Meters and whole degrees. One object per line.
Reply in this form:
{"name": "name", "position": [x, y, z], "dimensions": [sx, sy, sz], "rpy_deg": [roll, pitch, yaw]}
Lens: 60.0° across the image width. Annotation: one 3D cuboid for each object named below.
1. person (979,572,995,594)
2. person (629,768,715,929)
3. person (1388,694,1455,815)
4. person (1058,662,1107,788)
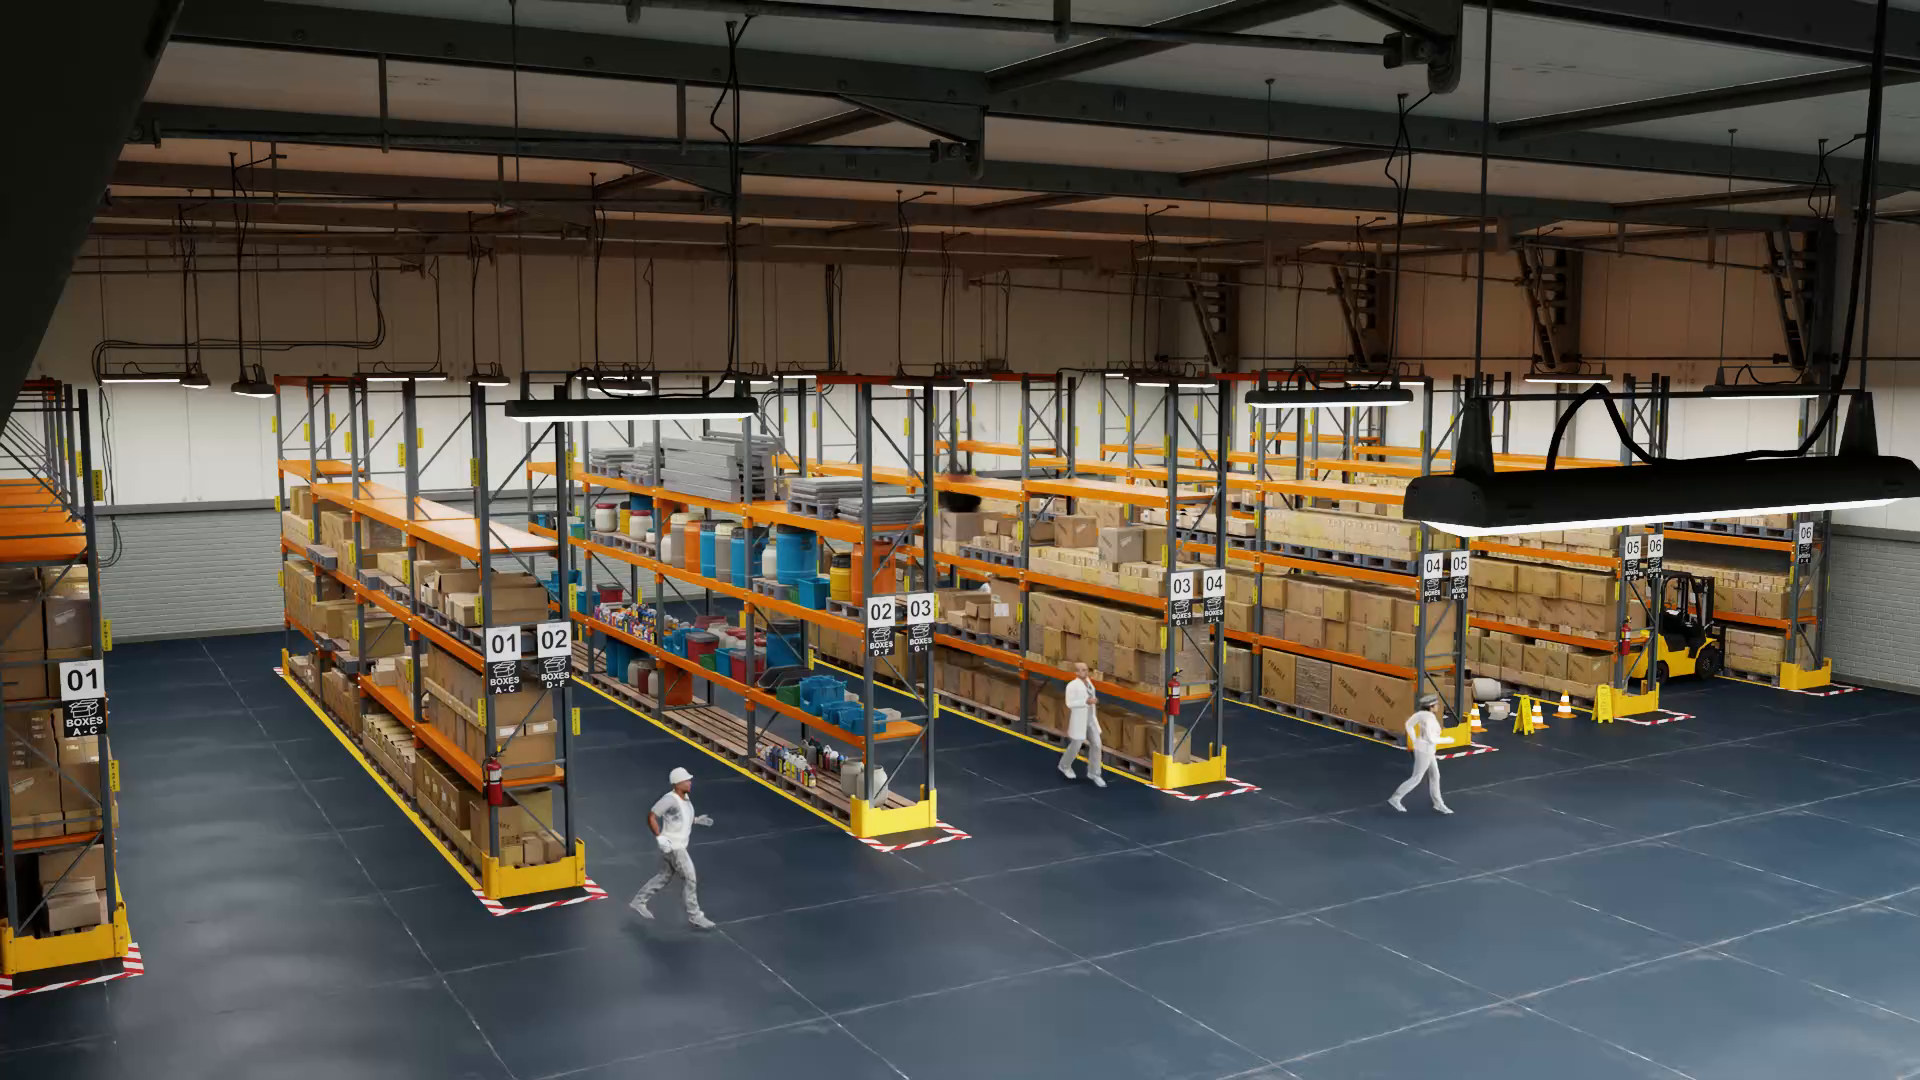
{"name": "person", "position": [0.728, 1.524, 35.975], "dimensions": [0.673, 1.738, 0.585], "rpy_deg": [-3, 7, -26]}
{"name": "person", "position": [-3.219, 3.424, 18.525], "dimensions": [0.973, 1.800, 0.626], "rpy_deg": [0, 6, -2]}
{"name": "person", "position": [6.393, 2.972, 23.003], "dimensions": [0.908, 1.703, 0.574], "rpy_deg": [1, 6, 7]}
{"name": "person", "position": [1.814, 2.727, 24.750], "dimensions": [0.694, 1.828, 0.877], "rpy_deg": [-5, 8, -39]}
